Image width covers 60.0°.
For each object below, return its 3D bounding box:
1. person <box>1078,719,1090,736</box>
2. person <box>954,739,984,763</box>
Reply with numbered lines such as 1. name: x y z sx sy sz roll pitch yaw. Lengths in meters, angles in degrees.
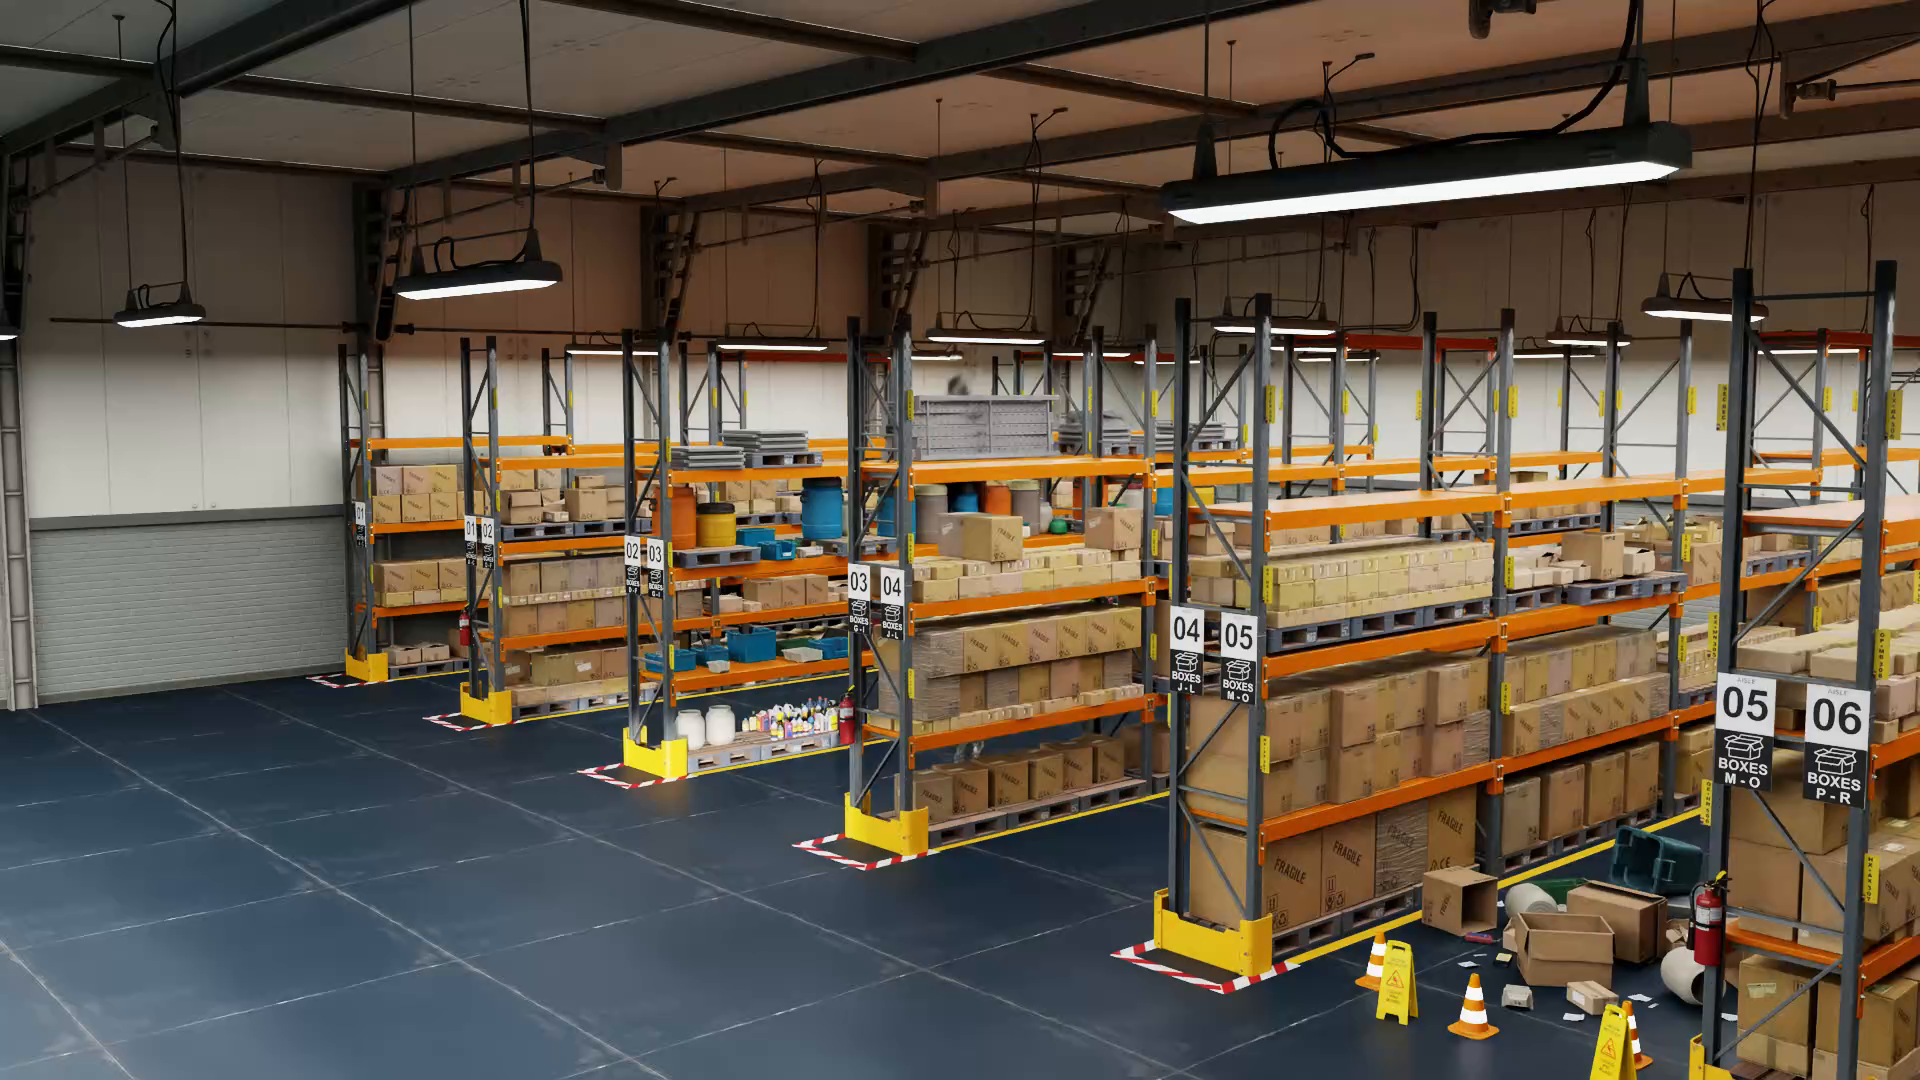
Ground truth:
1. person: 1.771 2.152 24.361 0.589 1.653 0.528 5 7 44
2. person: 0.125 2.328 22.784 0.550 1.616 0.881 4 7 41
